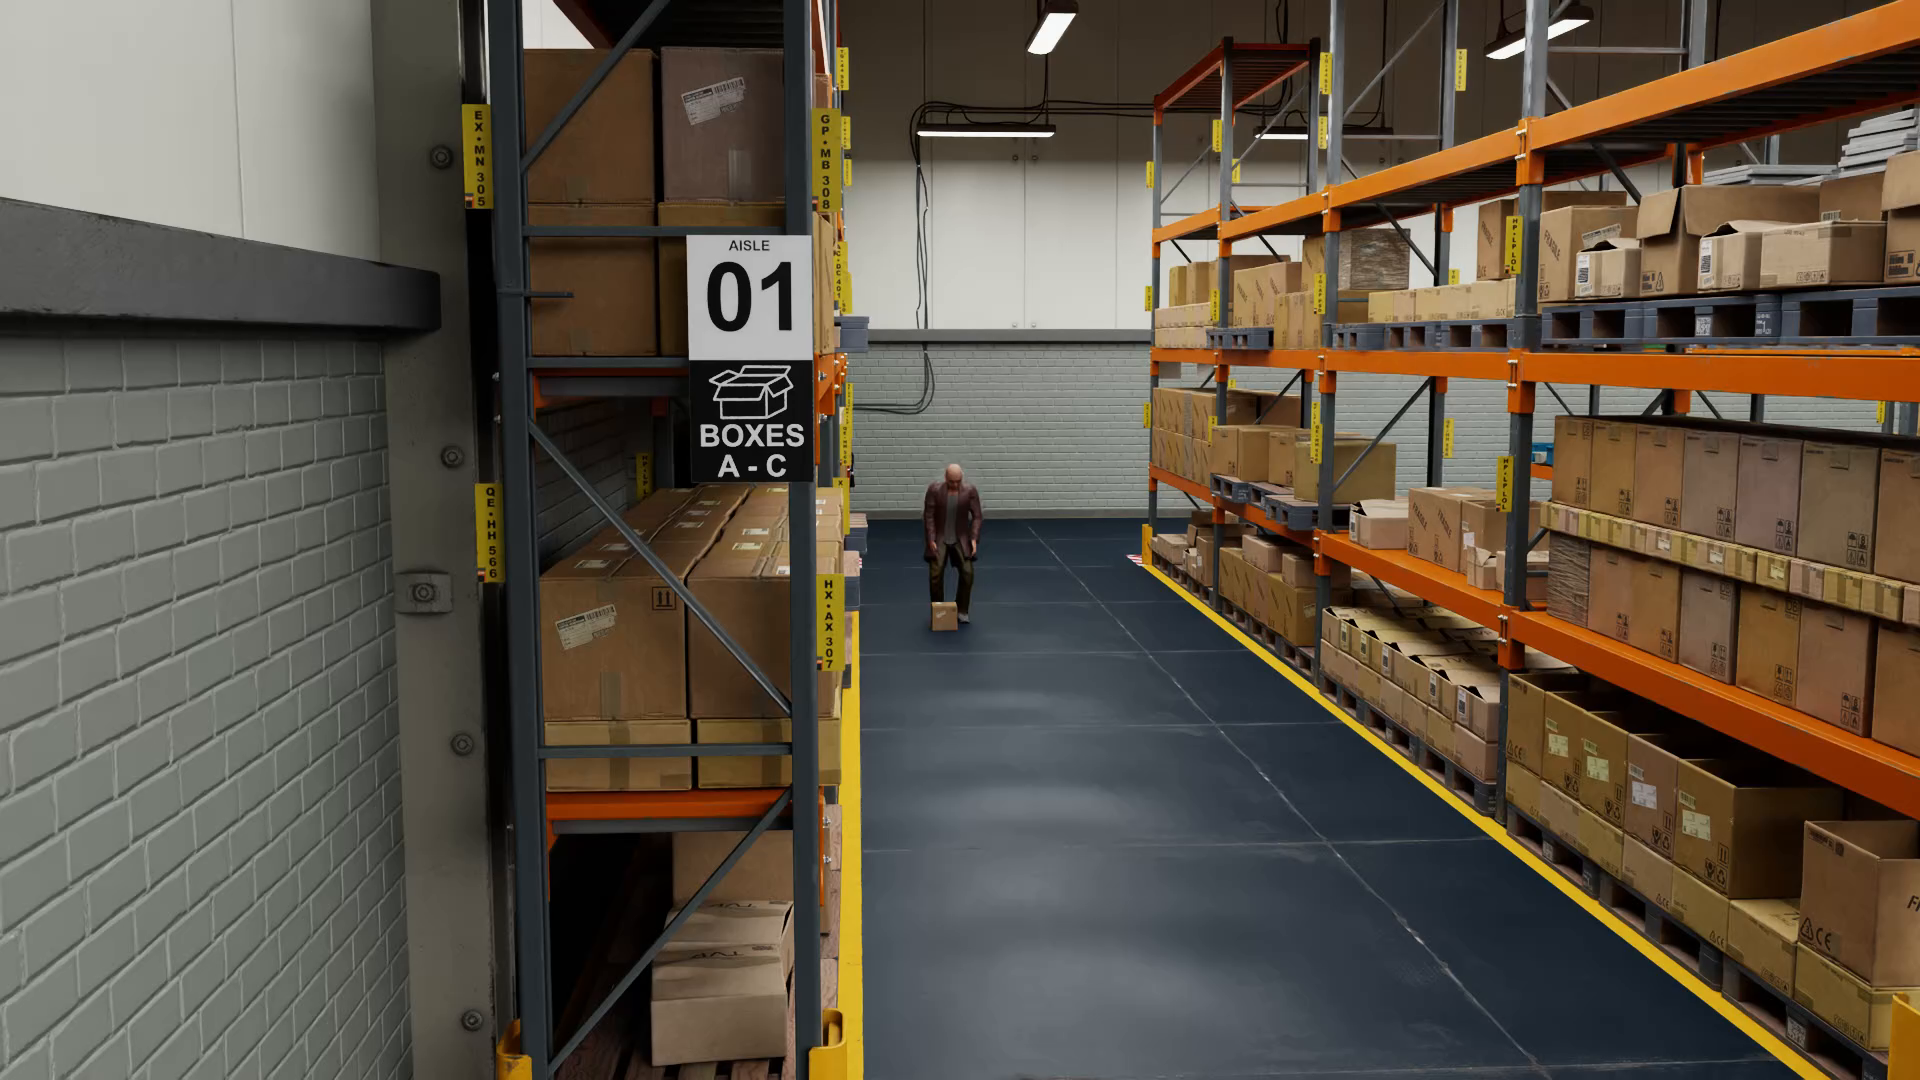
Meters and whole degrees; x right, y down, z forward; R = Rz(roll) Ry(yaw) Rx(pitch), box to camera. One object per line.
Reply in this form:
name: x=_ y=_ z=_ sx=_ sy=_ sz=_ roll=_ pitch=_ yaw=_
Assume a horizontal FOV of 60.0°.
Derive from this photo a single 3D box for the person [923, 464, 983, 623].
person: x=-0.075 y=0.031 z=17.160 sx=0.611 sy=1.644 sz=0.522 roll=0 pitch=7 yaw=-2
